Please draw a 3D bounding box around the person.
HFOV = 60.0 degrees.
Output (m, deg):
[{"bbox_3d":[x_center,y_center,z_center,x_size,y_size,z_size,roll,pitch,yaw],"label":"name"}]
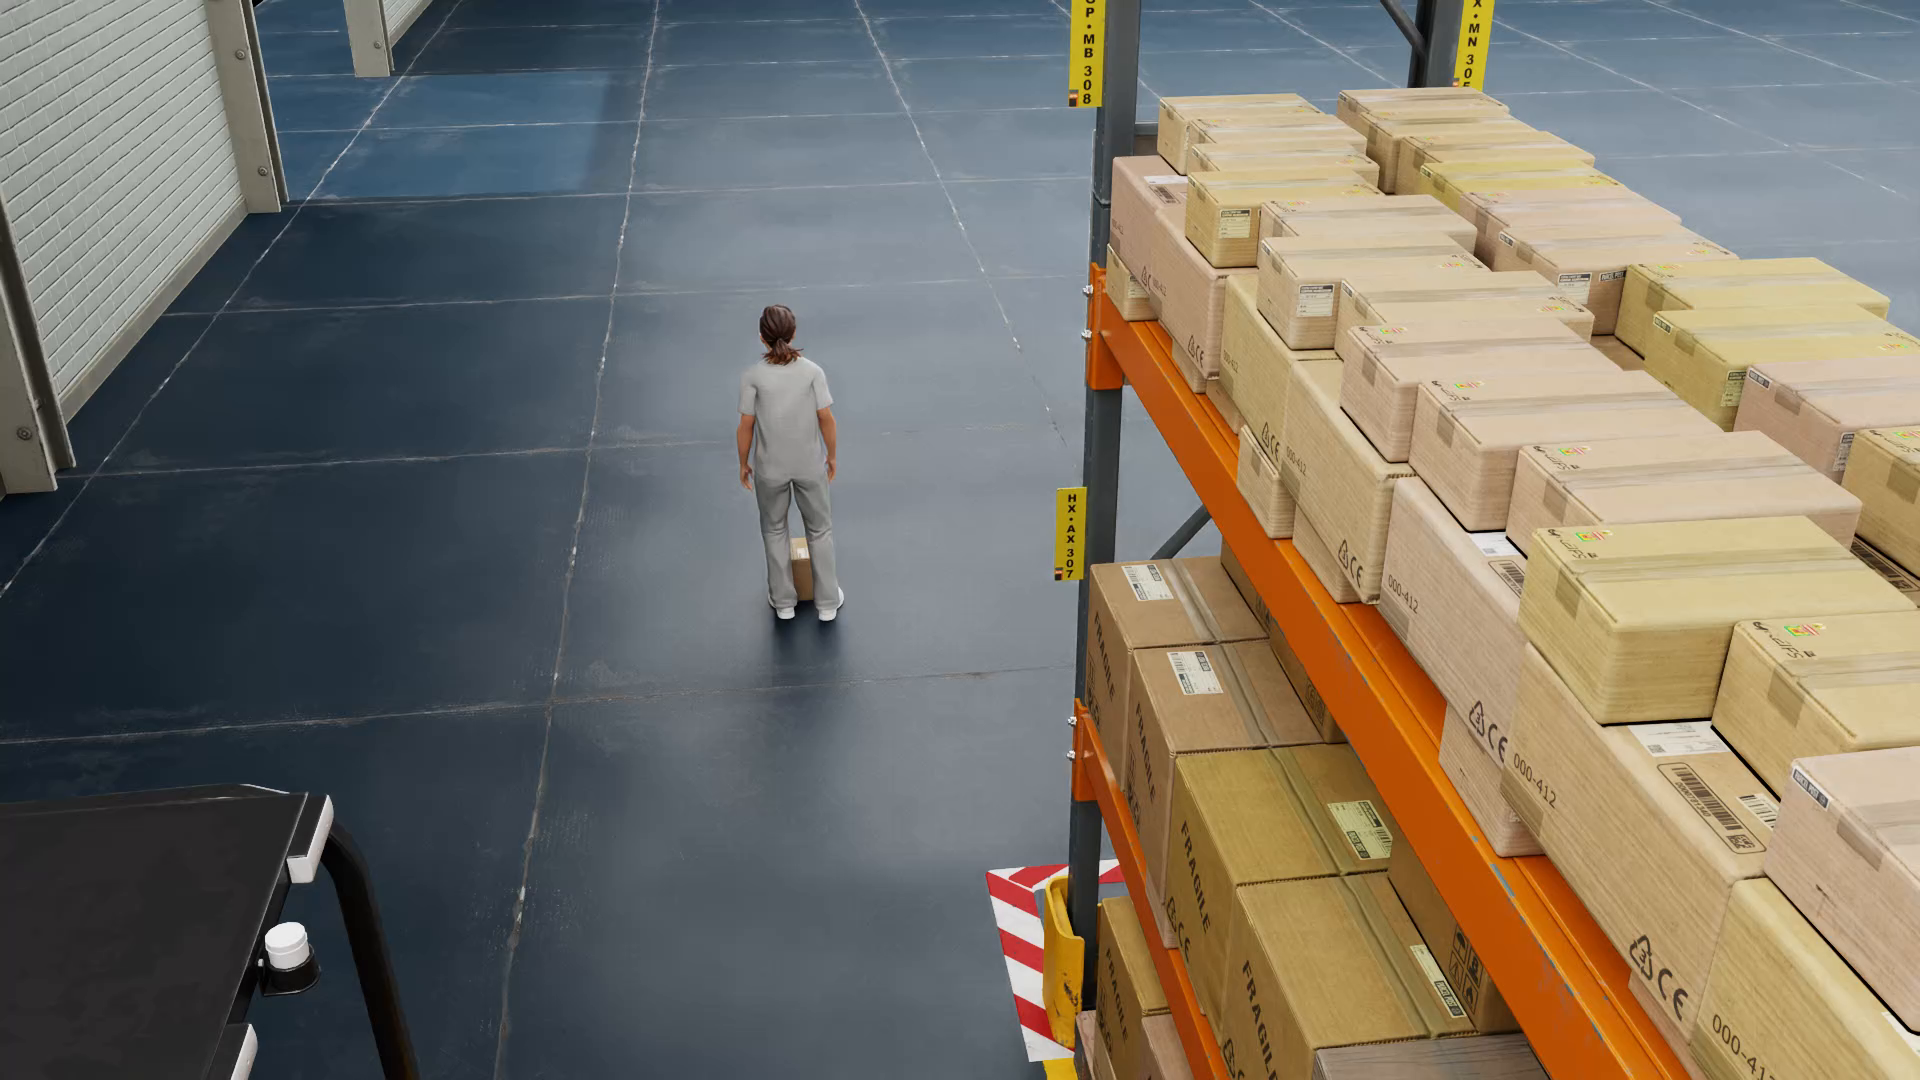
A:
[{"bbox_3d":[-0.856,-0.373,8.347,0.508,1.669,0.407,-5,28,-9],"label":"person"}]
